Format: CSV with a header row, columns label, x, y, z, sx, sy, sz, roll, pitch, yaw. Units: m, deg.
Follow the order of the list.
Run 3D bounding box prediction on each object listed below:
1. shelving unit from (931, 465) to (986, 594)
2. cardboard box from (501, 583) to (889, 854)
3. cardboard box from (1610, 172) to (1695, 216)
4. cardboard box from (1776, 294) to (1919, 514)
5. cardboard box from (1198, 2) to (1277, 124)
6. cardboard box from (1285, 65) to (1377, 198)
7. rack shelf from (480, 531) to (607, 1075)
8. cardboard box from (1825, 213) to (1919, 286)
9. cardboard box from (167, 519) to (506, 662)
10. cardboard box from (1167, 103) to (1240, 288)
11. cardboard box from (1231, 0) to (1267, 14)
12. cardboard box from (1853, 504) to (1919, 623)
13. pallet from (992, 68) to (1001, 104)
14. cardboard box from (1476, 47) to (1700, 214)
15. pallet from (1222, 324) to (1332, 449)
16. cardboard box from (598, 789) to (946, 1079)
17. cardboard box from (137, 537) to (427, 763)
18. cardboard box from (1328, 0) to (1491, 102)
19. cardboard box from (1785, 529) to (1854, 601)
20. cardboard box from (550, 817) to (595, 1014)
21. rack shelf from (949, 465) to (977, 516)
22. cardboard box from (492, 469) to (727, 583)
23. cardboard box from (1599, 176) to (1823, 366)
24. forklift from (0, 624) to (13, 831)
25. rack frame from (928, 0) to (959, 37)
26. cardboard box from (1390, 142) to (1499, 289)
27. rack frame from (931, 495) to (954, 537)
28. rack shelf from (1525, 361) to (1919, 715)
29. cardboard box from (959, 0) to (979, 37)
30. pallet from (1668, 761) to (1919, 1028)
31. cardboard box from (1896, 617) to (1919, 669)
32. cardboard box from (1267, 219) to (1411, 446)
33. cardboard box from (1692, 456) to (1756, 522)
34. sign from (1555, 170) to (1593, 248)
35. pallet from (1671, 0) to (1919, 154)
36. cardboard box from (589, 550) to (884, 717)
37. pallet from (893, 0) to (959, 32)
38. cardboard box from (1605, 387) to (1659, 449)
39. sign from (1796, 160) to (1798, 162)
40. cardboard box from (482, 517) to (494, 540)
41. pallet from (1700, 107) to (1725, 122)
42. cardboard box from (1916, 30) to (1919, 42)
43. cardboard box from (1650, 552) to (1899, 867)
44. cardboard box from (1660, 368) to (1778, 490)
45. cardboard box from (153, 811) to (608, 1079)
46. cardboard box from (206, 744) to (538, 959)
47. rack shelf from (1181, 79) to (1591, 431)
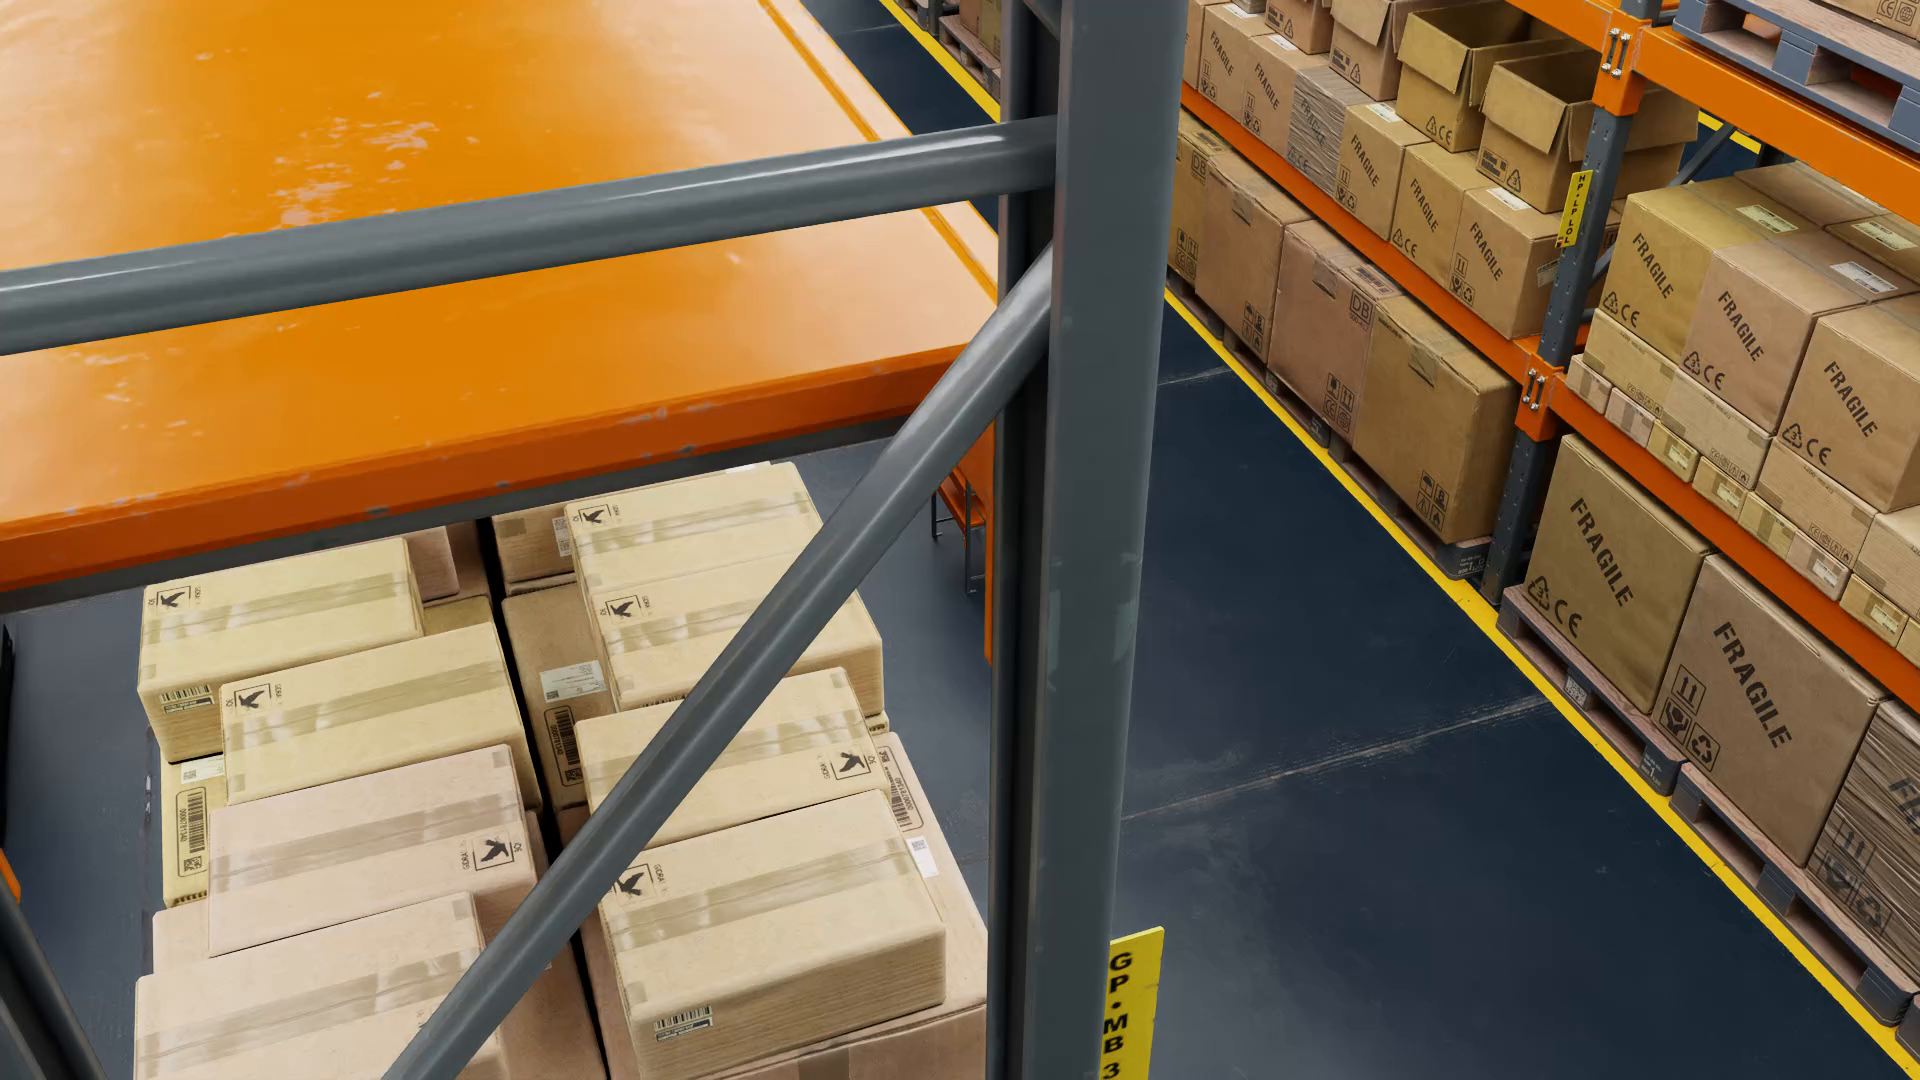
label,x,y,z,sx,sy,sz,roll,pitch,yaw
shelving unit,0.057,-0.386,7.825,0.258,1.200,0.503,-12,39,-16
cardboard box,-0.426,0.279,2.662,0.500,0.250,0.500,-13,39,-17
cardboard box,3.053,-1.367,7.549,0.500,0.500,0.500,-12,39,-16
cardboard box,3.247,-0.478,5.706,0.500,0.500,0.500,-14,39,-17
cardboard box,1.692,-2.693,9.310,0.500,0.500,0.500,-13,39,-17
cardboard box,2.041,-2.122,8.551,0.500,0.500,0.500,-12,39,-16
rack shelf,-1.027,0.173,3.692,1.077,0.370,4.000,-12,39,-16
cardboard box,3.555,-0.886,6.248,0.500,0.500,0.500,-12,39,-15
cardboard box,-1.087,0.090,2.914,0.500,0.250,0.500,-12,39,-15
cardboard box,1.818,-2.200,10.155,1.225,0.875,0.875,-14,39,-18
cardboard box,1.837,-3.300,9.281,0.797,0.503,0.637,-11,38,-14
cardboard box,3.405,0.099,5.564,0.500,0.250,0.500,-12,39,-16
pallet,0.917,-3.291,12.504,1.003,0.211,1.213,-12,39,-16
cardboard box,2.749,-1.815,7.311,0.797,0.503,0.637,-13,39,-17
pallet,2.217,-1.012,9.479,1.003,0.211,1.213,-12,39,-16
cardboard box,-0.236,0.486,2.056,0.380,0.149,0.250,-13,39,-16
cardboard box,-1.003,0.158,2.492,0.380,0.149,0.250,-12,39,-15
cardboard box,2.295,-2.553,8.290,0.797,0.503,0.637,-11,38,-14
cardboard box,3.213,0.053,5.956,0.380,0.149,0.250,-12,39,-15
cardboard box,-0.430,0.471,2.824,0.500,0.250,0.500,-11,38,-14
rack shelf,0.057,-0.332,7.866,0.258,0.148,0.480,-12,39,-16
cardboard box,-0.603,-0.091,2.822,0.380,0.149,0.250,-11,38,-15
cardboard box,2.902,-1.051,6.466,0.500,0.500,0.500,-12,39,-16
forklift,-4.717,-0.346,6.333,1.130,2.935,3.031,-14,39,-18
rack frame,0.224,-5.535,13.165,1.000,3.000,0.127,-12,39,-16
cardboard box,2.396,-1.544,7.784,0.500,0.500,0.500,-11,38,-15
rack frame,-0.027,-0.524,8.008,0.240,1.200,0.015,-12,39,-16
rack shelf,3.665,0.402,5.882,1.077,0.370,4.000,-12,39,-16
cardboard box,0.415,-4.361,13.319,0.700,0.500,0.500,-15,40,-19
pallet,3.589,1.234,6.496,1.003,0.211,1.213,-12,39,-16
cardboard box,3.396,0.348,5.564,0.380,0.149,0.250,-12,39,-15
cardboard box,2.430,-1.197,8.823,1.225,0.875,0.875,-14,39,-18
cardboard box,3.040,-0.234,6.337,0.380,0.149,0.250,-13,39,-17
sign,2.471,-1.329,6.685,0.100,0.325,0.005,-12,39,-16
pallet,3.249,-1.714,5.673,1.003,0.211,1.213,-12,39,-16
cardboard box,-0.332,0.170,2.476,0.380,0.149,0.250,-12,39,-16
pallet,-0.040,-4.793,14.498,1.003,0.211,1.213,-12,39,-16
cardboard box,2.857,-0.531,6.731,0.380,0.149,0.250,-14,39,-17
sign,3.497,-1.509,7.035,0.100,0.325,0.005,-12,39,-16
cardboard box,-0.787,-0.111,3.597,0.500,0.250,0.500,-13,39,-16
pallet,6.021,-3.633,12.958,1.003,0.211,1.213,-12,39,-16
cardboard box,3.483,-1.727,5.102,0.700,0.500,0.500,-11,38,-14
cardboard box,3.439,0.563,6.487,0.875,0.875,0.875,-12,39,-16
cardboard box,3.059,-0.473,6.323,0.500,0.250,0.500,-13,39,-16
cardboard box,-0.736,0.668,2.146,0.500,0.250,0.500,-14,39,-17
cardboard box,-0.742,0.435,2.125,0.380,0.149,0.250,-12,39,-15
rack shelf,2.289,-1.858,8.882,1.077,0.370,4.000,-12,39,-16
